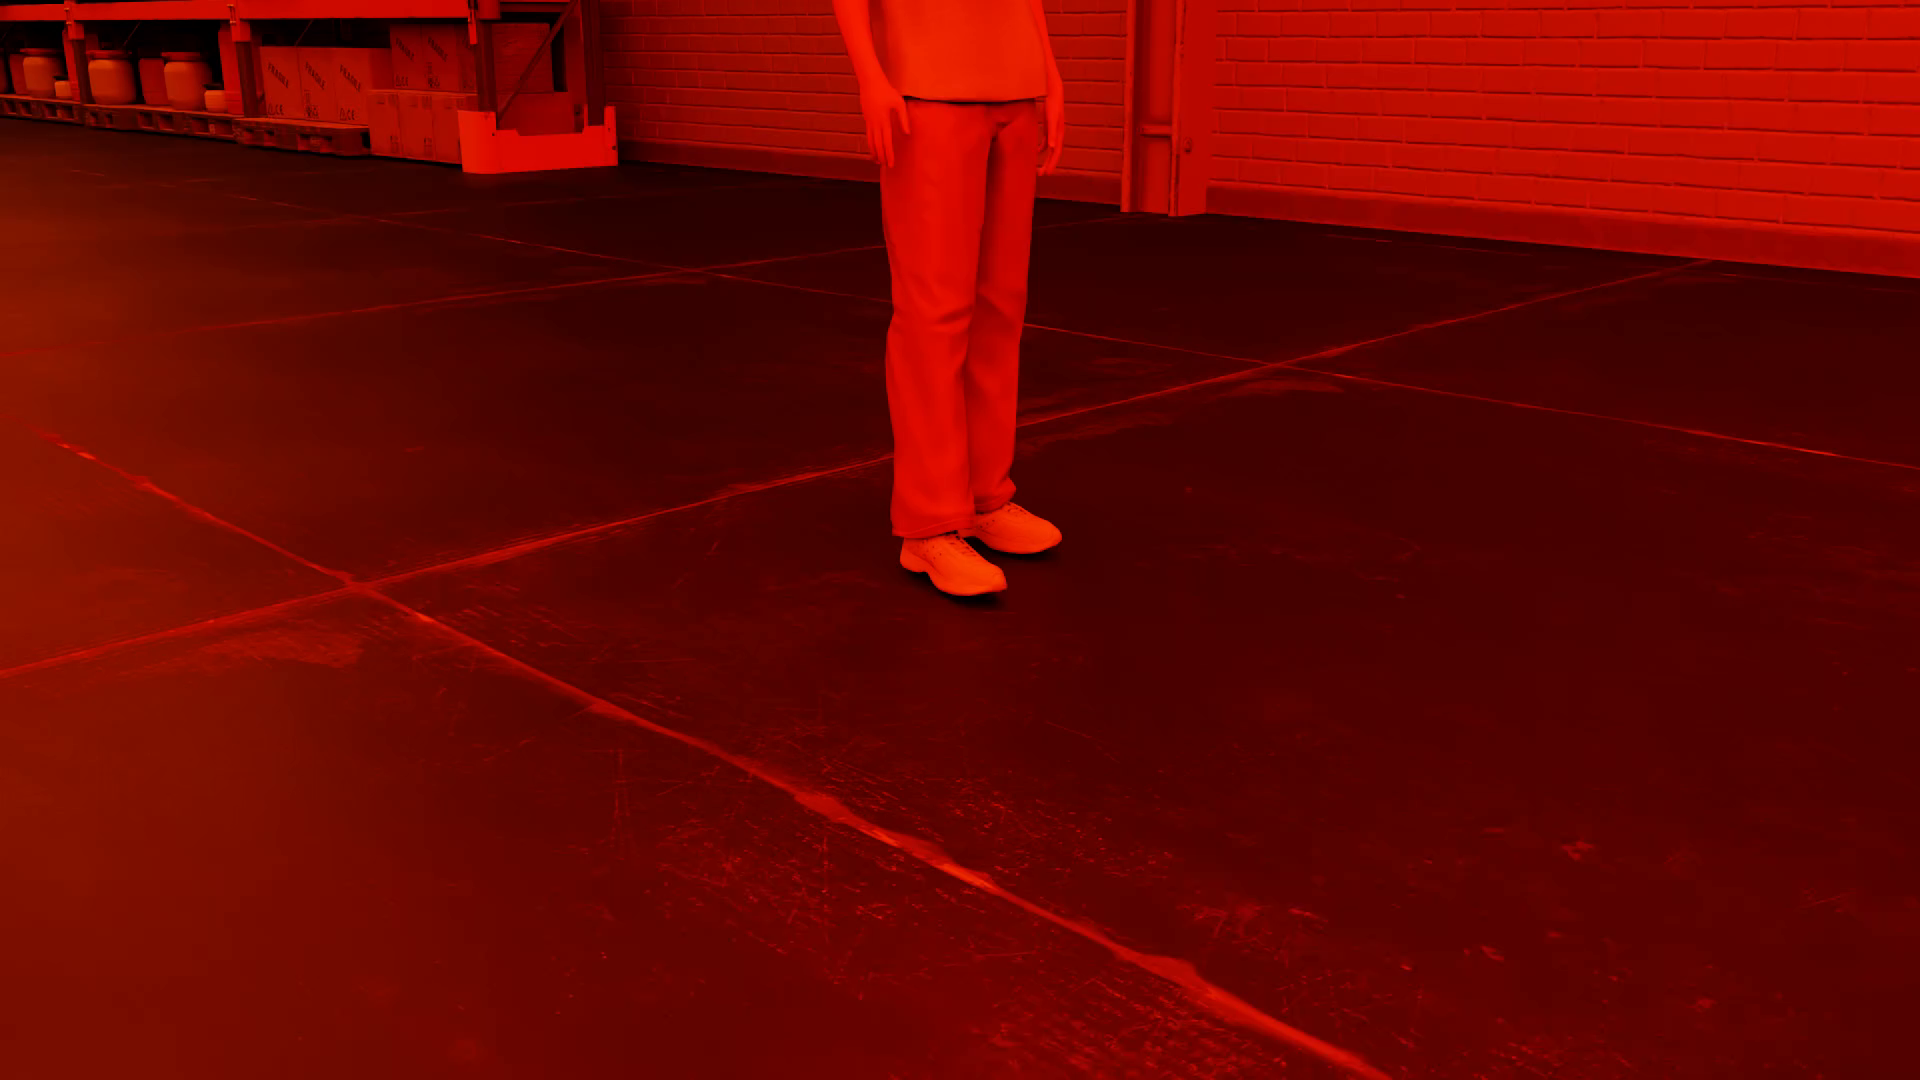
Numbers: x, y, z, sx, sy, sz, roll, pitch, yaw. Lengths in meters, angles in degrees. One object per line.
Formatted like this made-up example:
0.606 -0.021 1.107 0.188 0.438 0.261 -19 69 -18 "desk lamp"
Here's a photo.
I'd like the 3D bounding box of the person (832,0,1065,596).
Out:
0.045 -0.790 3.088 0.548 1.673 0.553 16 23 42 "person"
